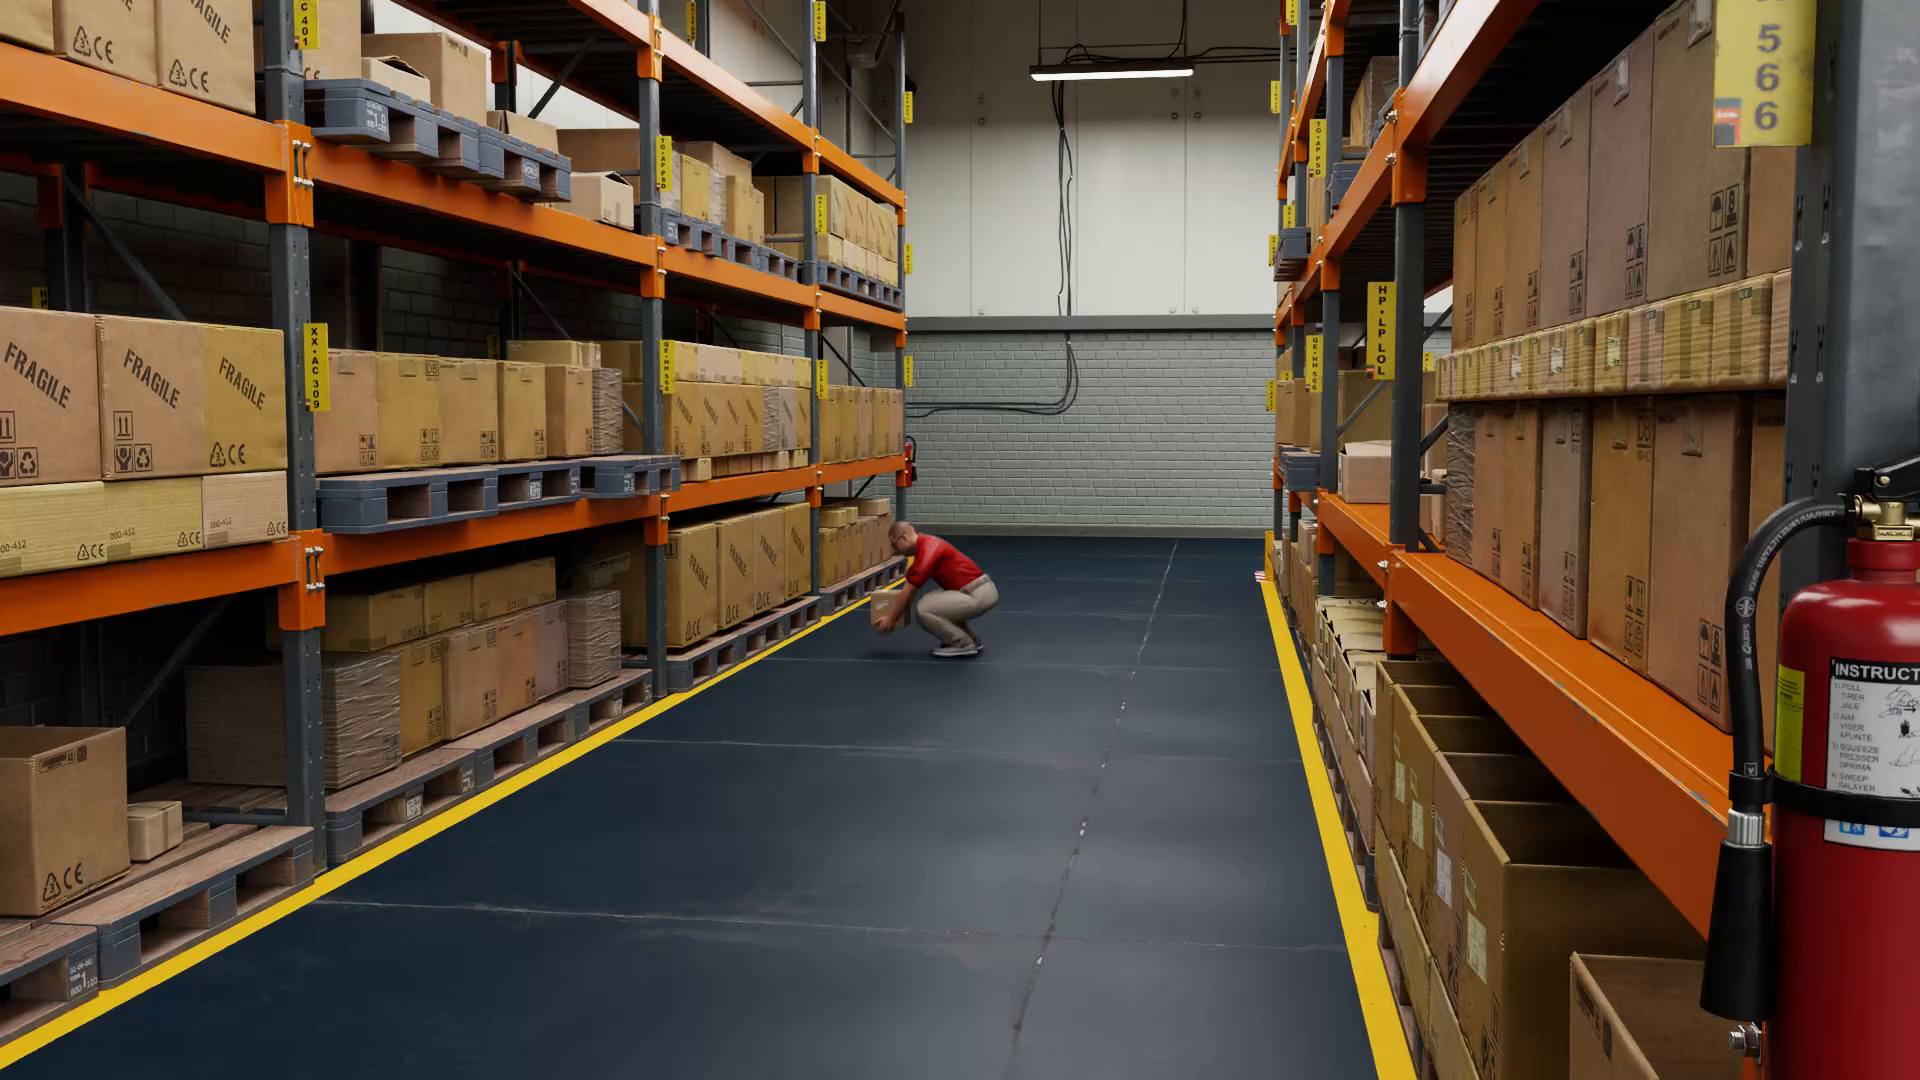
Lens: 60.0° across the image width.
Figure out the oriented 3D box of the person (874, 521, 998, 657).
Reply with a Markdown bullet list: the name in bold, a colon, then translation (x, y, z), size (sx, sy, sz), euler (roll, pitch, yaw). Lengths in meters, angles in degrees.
- **person**: translation (-0.189, 0.355, 12.149), size (0.855, 0.976, 0.541), euler (1, 4, 8)
